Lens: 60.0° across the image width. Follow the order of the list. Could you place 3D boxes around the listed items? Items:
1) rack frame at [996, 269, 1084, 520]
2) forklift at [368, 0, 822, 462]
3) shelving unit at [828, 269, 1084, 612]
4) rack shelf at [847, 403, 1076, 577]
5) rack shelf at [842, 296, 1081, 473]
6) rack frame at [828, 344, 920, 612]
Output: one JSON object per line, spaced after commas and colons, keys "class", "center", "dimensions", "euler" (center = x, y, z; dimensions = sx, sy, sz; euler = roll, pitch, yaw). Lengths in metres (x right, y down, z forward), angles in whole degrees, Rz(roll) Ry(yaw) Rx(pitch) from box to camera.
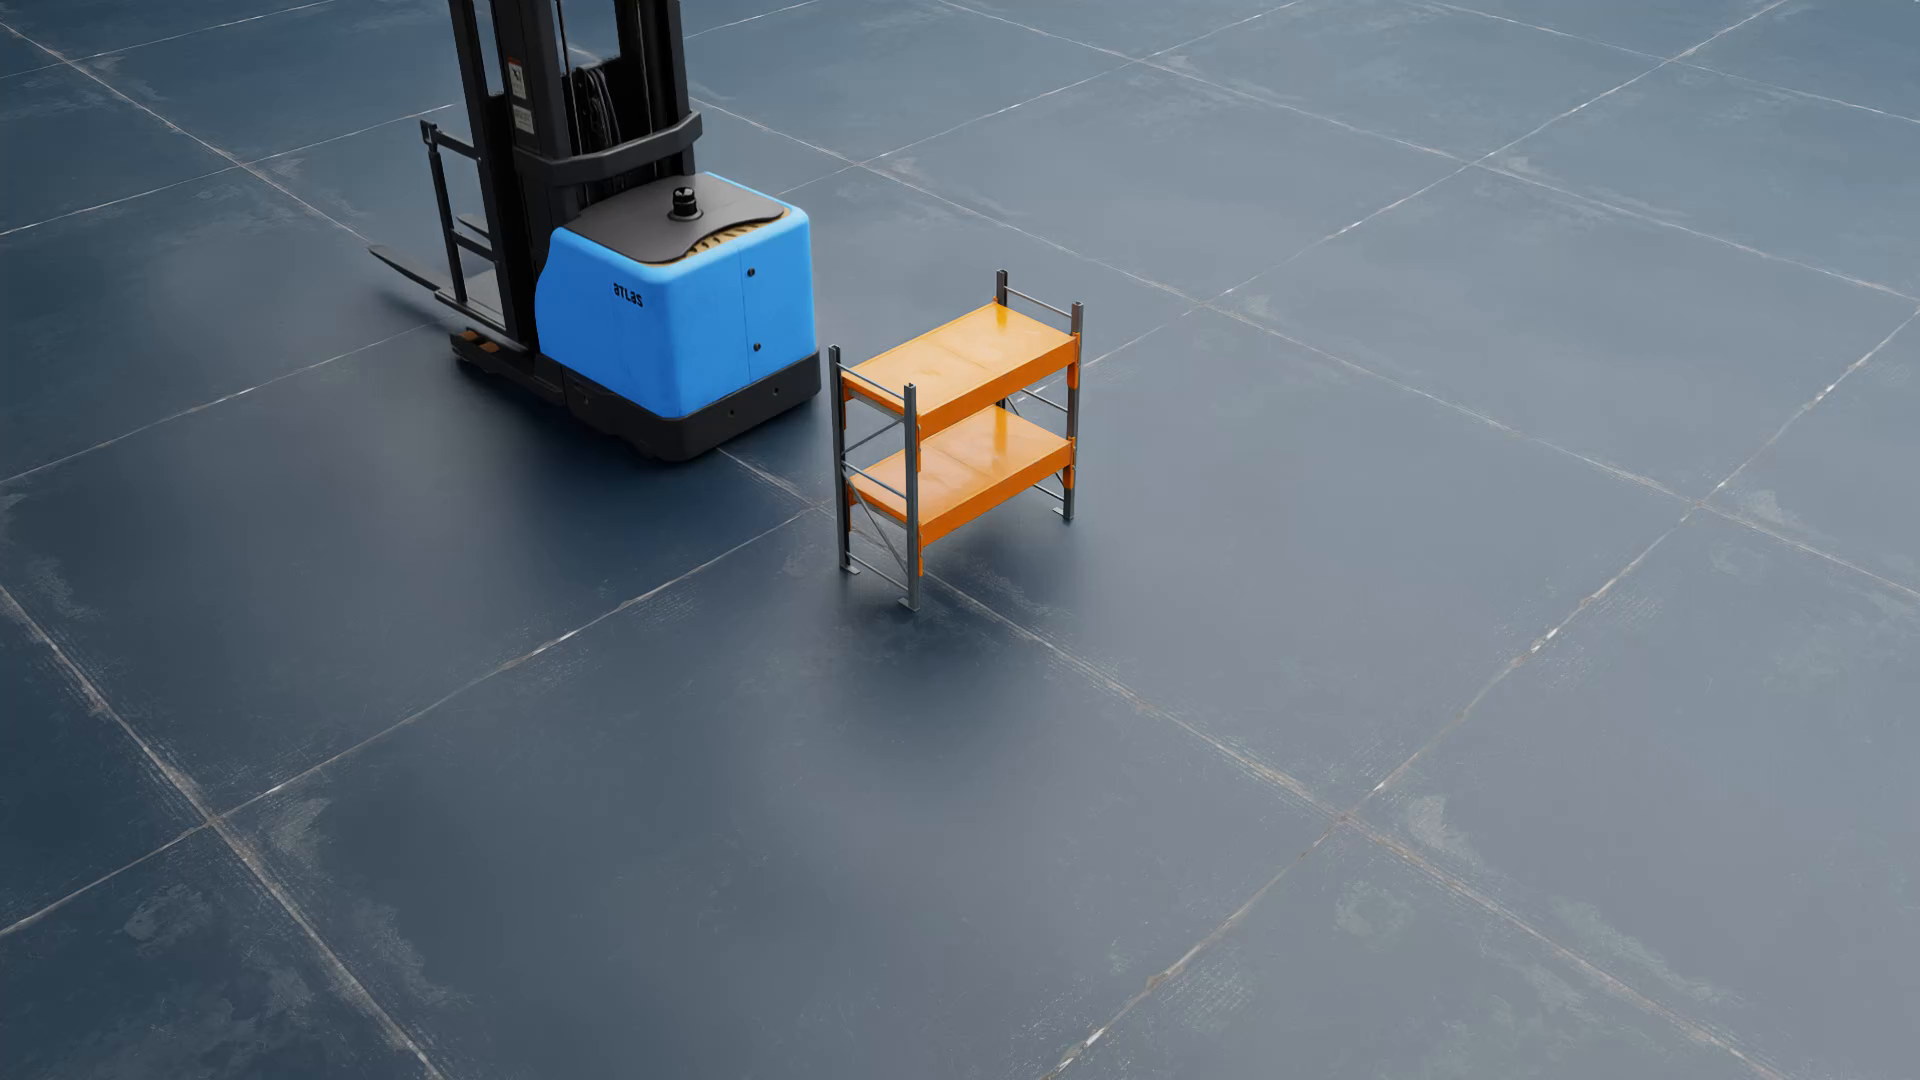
{"class": "rack frame", "center": [0.353, -0.665, 7.720], "dimensions": [0.500, 1.125, 0.032], "euler": [30, 45, 35]}
{"class": "forklift", "center": [-2.159, -2.307, 8.496], "dimensions": [3.031, 2.935, 1.130], "euler": [28, 43, 34]}
{"class": "shelving unit", "center": [-0.005, -0.459, 7.424], "dimensions": [0.538, 1.125, 1.048], "euler": [30, 45, 35]}
{"class": "rack shelf", "center": [-0.005, -0.258, 7.564], "dimensions": [0.538, 0.278, 1.000], "euler": [30, 45, 35]}
{"class": "rack shelf", "center": [-0.005, -0.699, 7.257], "dimensions": [0.538, 0.278, 1.000], "euler": [30, 45, 35]}
{"class": "rack frame", "center": [-0.363, -0.252, 7.128], "dimensions": [0.500, 1.125, 0.032], "euler": [30, 45, 35]}
